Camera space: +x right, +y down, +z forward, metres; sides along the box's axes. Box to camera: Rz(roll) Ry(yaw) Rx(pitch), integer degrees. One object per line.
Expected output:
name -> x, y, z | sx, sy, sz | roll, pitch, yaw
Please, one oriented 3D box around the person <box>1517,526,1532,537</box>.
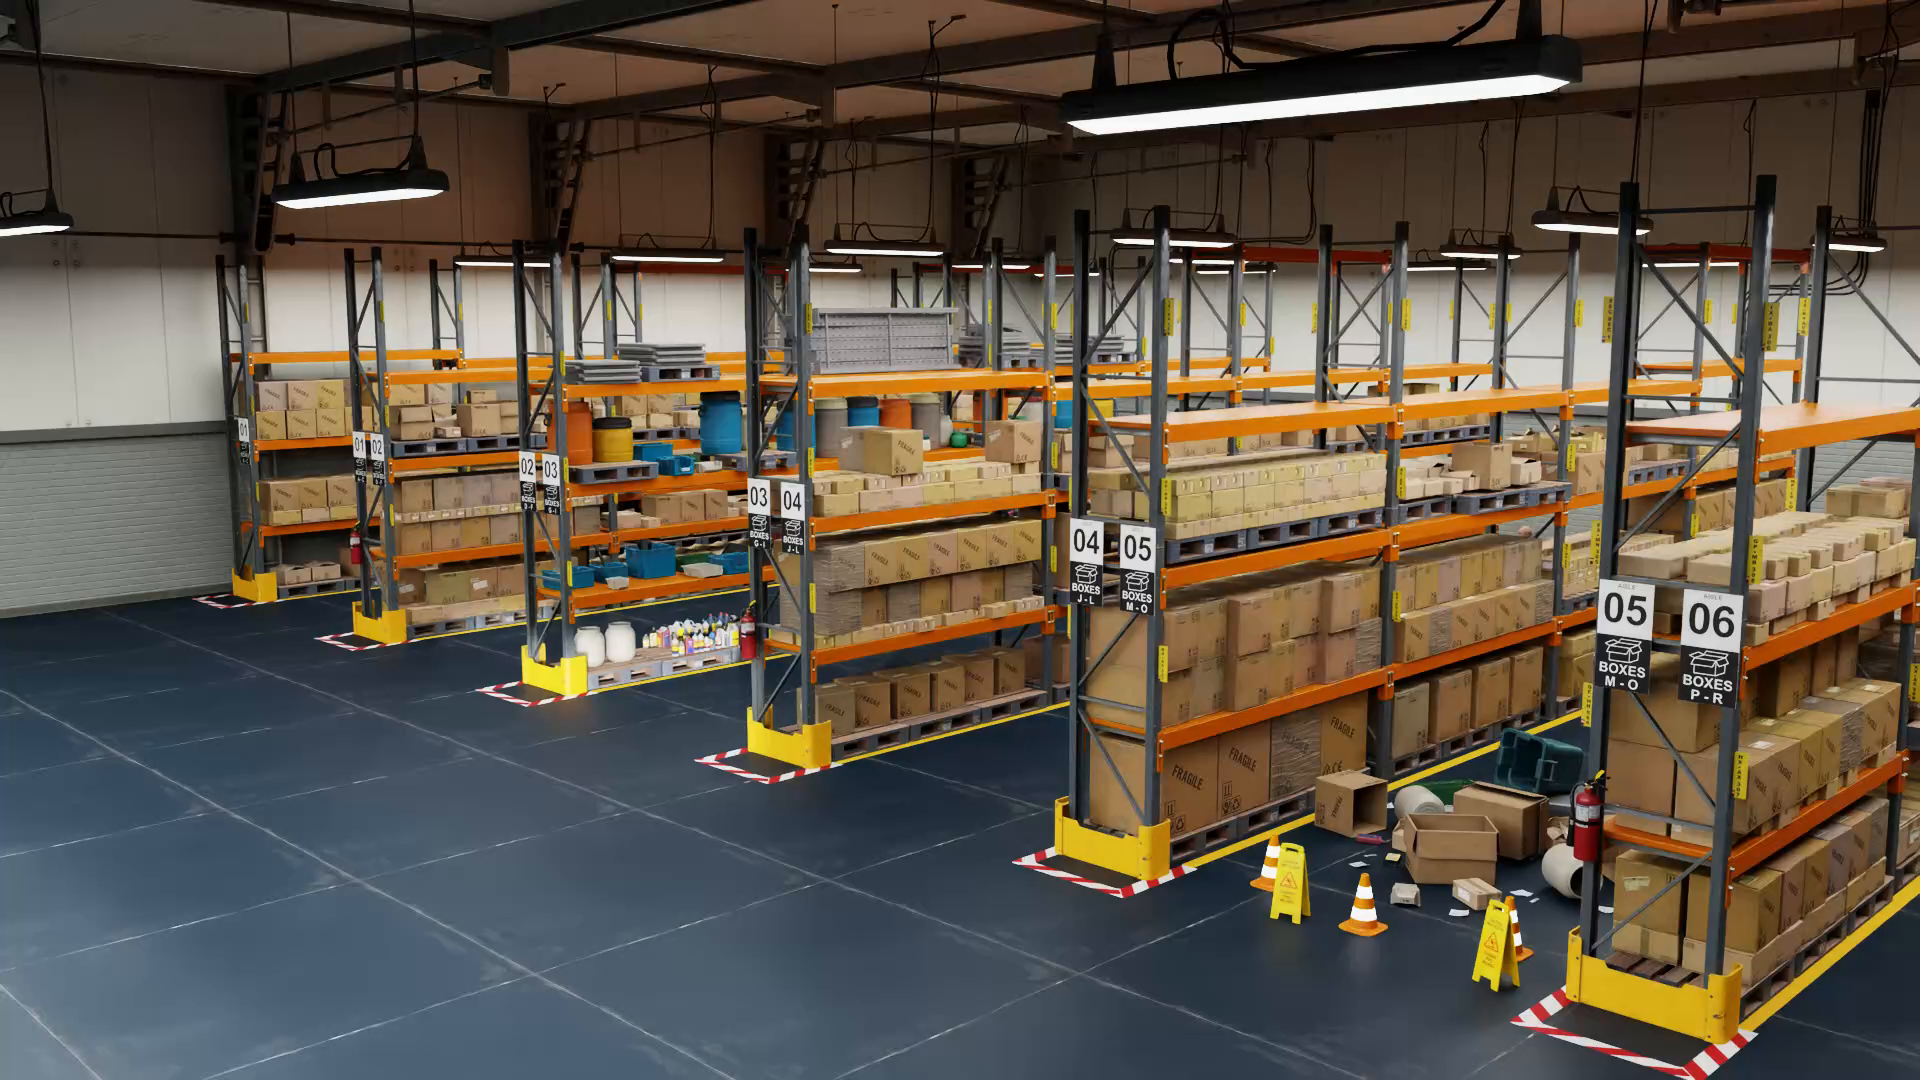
person -> 8.879, 0.671, 25.999 | 0.935, 1.812, 0.566 | -8, 11, -43
